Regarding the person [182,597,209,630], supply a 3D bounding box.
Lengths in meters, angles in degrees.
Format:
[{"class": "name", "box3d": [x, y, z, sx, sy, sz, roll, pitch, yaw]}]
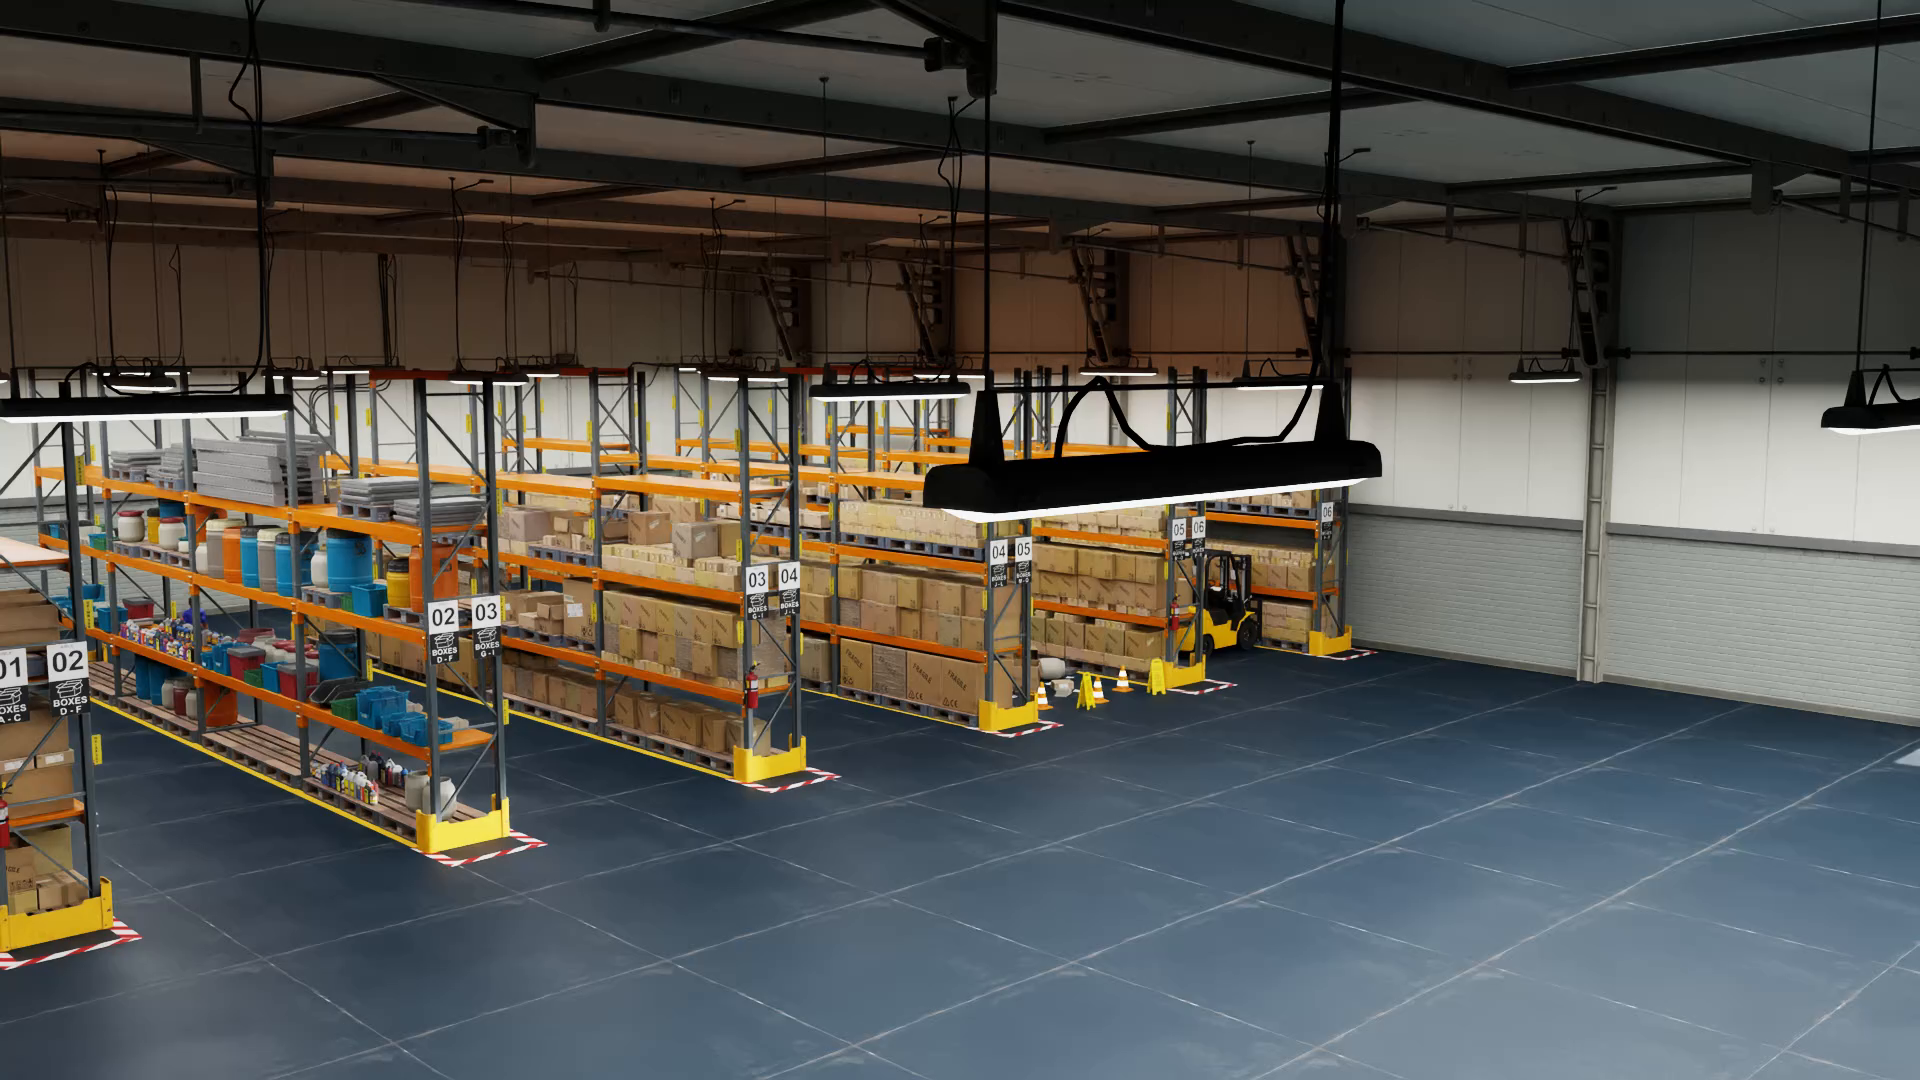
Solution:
[{"class": "person", "box3d": [-14.682, 1.894, 31.982, 0.473, 1.643, 0.454, -4, 7, -30]}]
